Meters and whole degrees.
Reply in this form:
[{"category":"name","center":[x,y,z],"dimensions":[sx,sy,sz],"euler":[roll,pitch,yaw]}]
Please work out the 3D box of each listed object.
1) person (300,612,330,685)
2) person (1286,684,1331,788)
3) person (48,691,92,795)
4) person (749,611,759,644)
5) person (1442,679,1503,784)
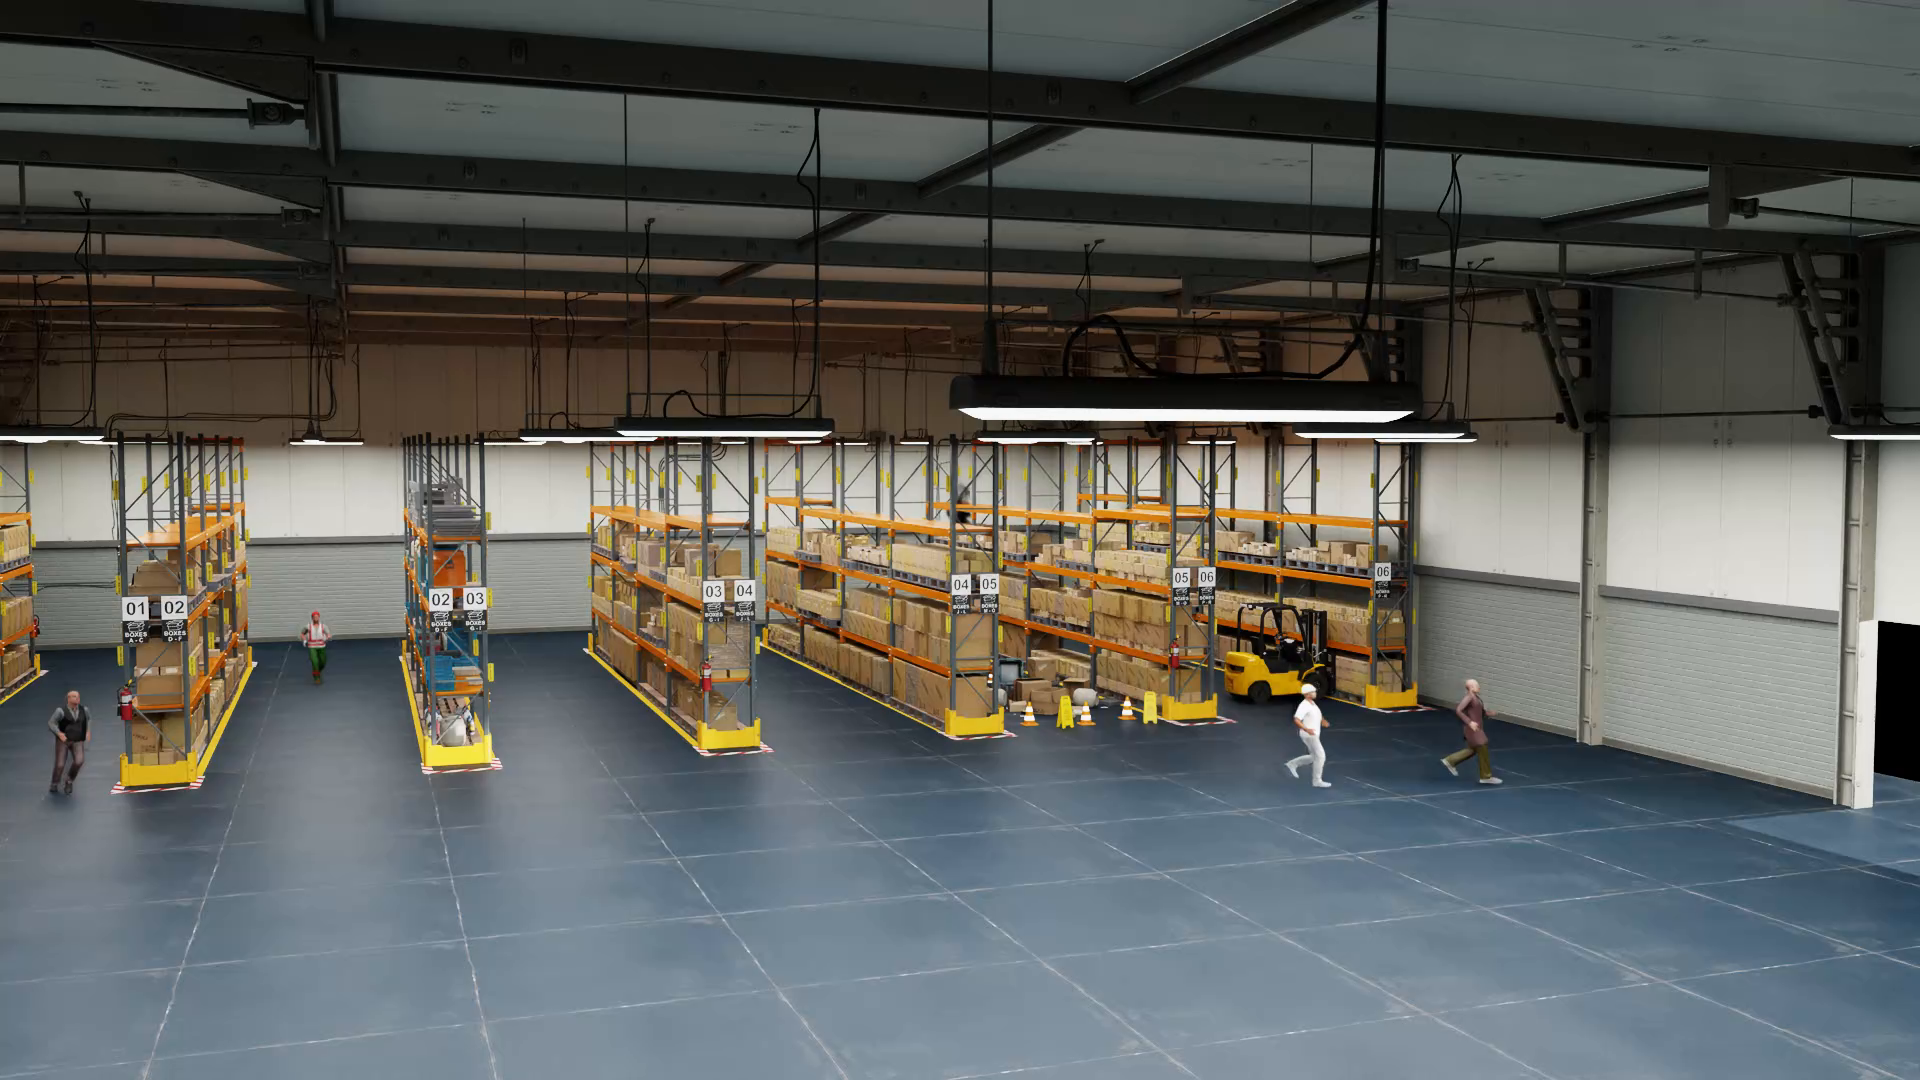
[{"category":"person","center":[-15.602,2.611,40.300],"dimensions":[0.668,1.760,0.867],"euler":[-2,4,-31]},{"category":"person","center":[5.889,3.299,28.113],"dimensions":[0.795,1.732,0.711],"euler":[1,3,24]},{"category":"person","center":[-14.730,3.356,27.597],"dimensions":[0.713,1.693,0.638],"euler":[-3,4,-41]},{"category":"person","center":[-5.677,2.421,44.762],"dimensions":[0.529,1.601,0.867],"euler":[-1,3,-21]},{"category":"person","center":[8.743,3.253,28.357],"dimensions":[1.015,1.754,0.714],"euler":[1,3,24]}]
